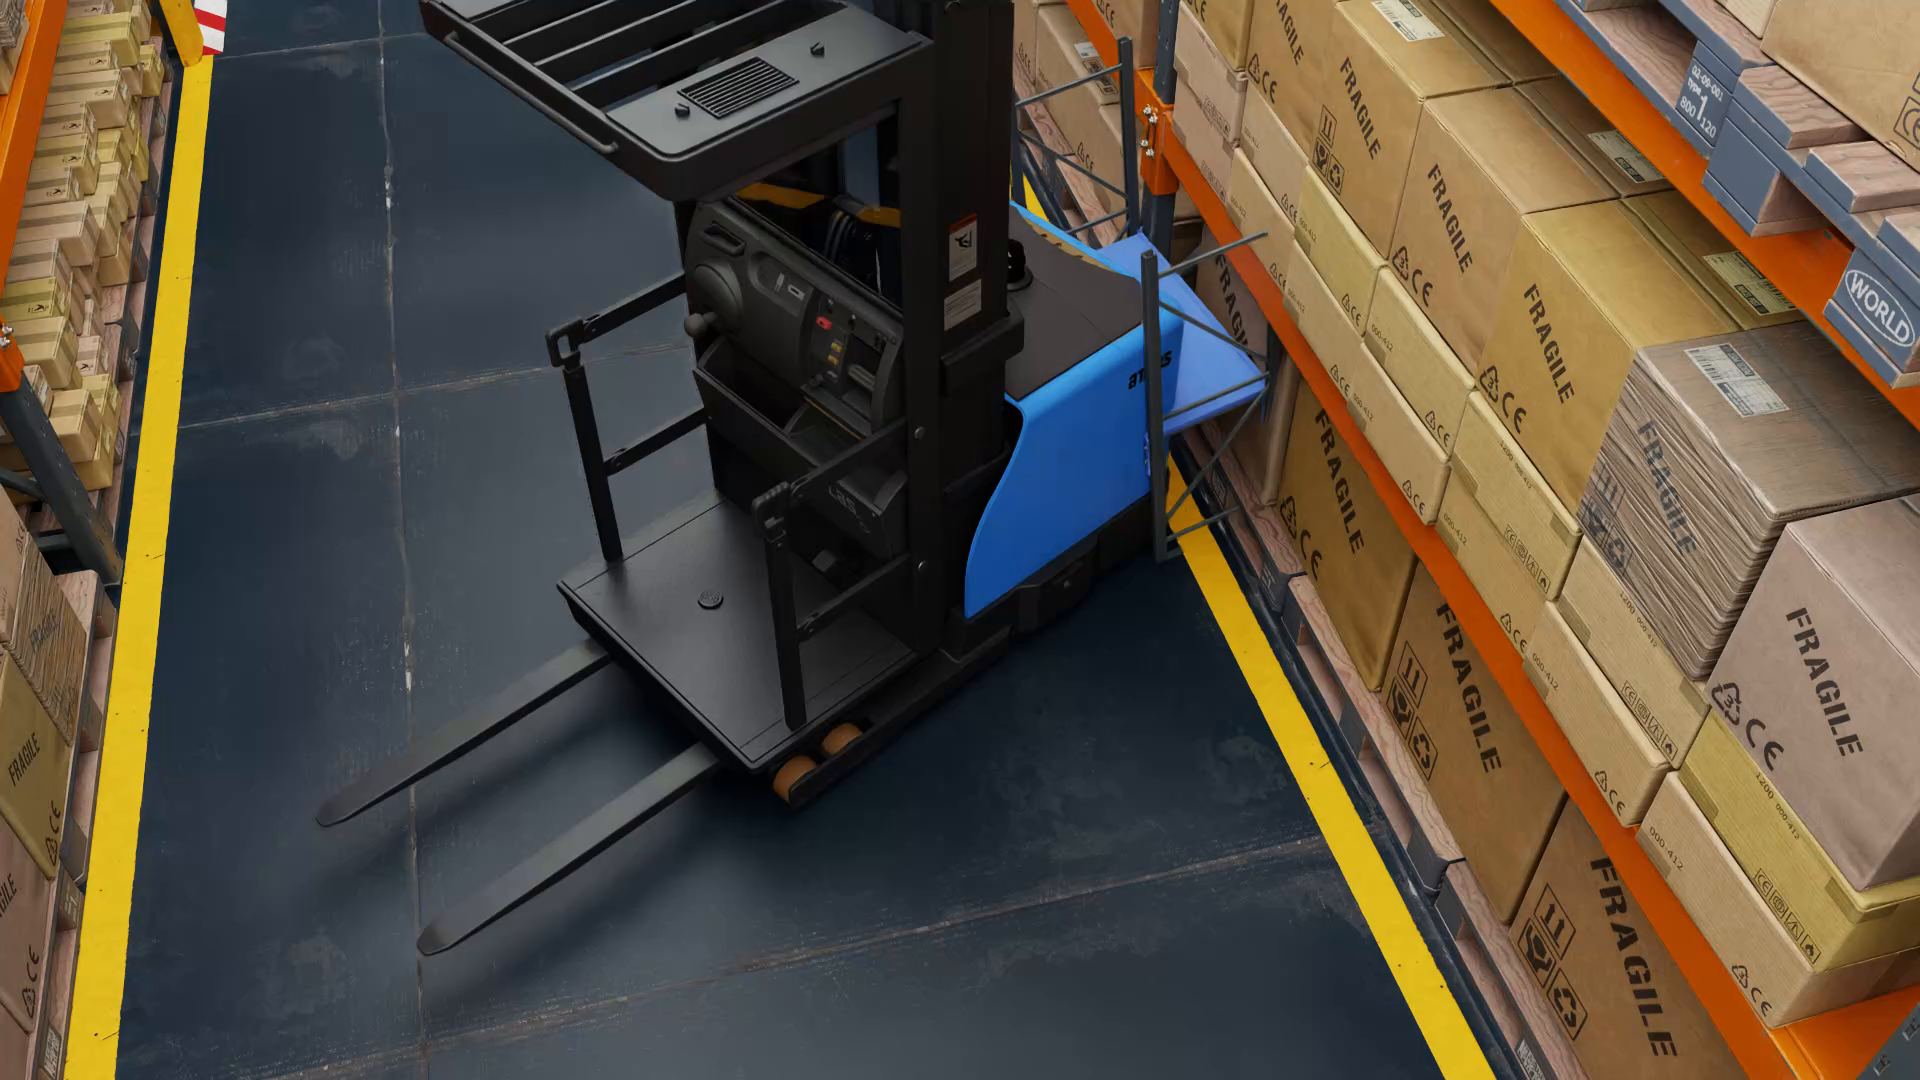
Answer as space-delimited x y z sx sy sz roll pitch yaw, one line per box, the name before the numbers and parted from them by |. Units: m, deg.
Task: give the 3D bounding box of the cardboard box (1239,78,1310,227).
cardboard box | 1.193 -1.218 5.099 0.500 0.250 0.500 -10 46 -10

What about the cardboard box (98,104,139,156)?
cardboard box | -3.901 -1.820 7.427 0.380 0.149 0.250 -10 46 -10

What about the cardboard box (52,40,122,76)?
cardboard box | -4.008 -2.101 7.494 0.380 0.149 0.250 -12 47 -12

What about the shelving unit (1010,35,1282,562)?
shelving unit | 0.657 -0.828 5.968 0.538 1.500 1.048 -23 51 -10

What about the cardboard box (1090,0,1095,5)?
cardboard box | 0.689 -2.469 6.499 0.500 0.500 0.500 -12 47 -11

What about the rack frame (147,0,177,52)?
rack frame | -4.591 -3.593 7.671 1.000 3.000 0.127 -11 47 -10

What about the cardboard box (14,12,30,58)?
cardboard box | -3.708 -1.899 6.187 0.380 0.149 0.250 -9 46 -9

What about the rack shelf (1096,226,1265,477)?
rack shelf | 0.678 -0.715 6.106 0.538 0.185 1.000 -23 51 -10

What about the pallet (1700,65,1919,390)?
pallet | 2.000 -0.463 2.636 1.213 0.211 1.003 -9 46 -8

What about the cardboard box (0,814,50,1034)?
cardboard box | -2.876 1.071 4.556 0.500 0.500 0.500 -12 47 -11

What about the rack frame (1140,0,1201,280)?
rack frame | 1.192 -1.806 5.920 1.000 3.000 0.127 -11 47 -10

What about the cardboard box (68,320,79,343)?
cardboard box | -3.600 -0.713 6.342 0.380 0.149 0.250 -11 47 -11

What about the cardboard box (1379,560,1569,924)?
cardboard box | 1.895 0.444 4.909 0.875 0.875 0.875 -10 46 -10

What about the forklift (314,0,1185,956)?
forklift | -0.655 -0.588 4.774 3.031 2.935 1.130 -34 54 -29

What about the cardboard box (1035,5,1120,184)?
cardboard box | 0.905 -2.127 7.734 0.875 0.438 0.875 -12 47 -11

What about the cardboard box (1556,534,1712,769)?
cardboard box | 1.711 0.192 3.717 0.500 0.250 0.500 -12 47 -11

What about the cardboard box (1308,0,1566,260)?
cardboard box | 1.310 -1.142 4.499 0.500 0.500 0.500 -12 47 -11

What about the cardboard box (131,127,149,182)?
cardboard box | -3.905 -1.727 7.544 0.380 0.149 0.250 -13 47 -12

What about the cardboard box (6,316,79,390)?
cardboard box | -3.468 -0.665 6.087 0.380 0.149 0.250 -9 46 -8

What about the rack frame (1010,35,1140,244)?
rack frame | 0.449 -1.171 6.279 0.500 1.500 0.032 -23 51 -10

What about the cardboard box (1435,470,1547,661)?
cardboard box | 1.576 0.006 4.249 0.500 0.250 0.500 -11 47 -11

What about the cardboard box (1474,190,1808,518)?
cardboard box | 1.571 -0.435 3.806 0.500 0.500 0.500 -11 47 -10

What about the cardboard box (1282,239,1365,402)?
cardboard box | 1.299 -0.688 4.929 0.500 0.250 0.500 -11 47 -11

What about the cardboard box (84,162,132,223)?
cardboard box | -3.756 -1.455 7.069 0.380 0.149 0.250 -10 46 -10

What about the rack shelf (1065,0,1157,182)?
rack shelf | 0.680 -2.935 7.530 1.077 0.370 4.000 -11 47 -10

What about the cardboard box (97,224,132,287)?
cardboard box | -3.721 -1.179 7.007 0.380 0.149 0.250 -12 47 -11

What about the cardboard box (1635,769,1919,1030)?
cardboard box | 1.835 0.706 3.562 0.500 0.250 0.500 -12 47 -12

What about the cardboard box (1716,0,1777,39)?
cardboard box | 1.525 -1.081 2.909 0.396 0.266 0.258 -12 47 -11

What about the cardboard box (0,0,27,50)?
cardboard box | -3.678 -2.053 5.883 0.500 0.500 0.500 -12 47 -11

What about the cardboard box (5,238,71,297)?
cardboard box | -3.670 -1.007 6.422 0.380 0.149 0.250 -12 47 -11

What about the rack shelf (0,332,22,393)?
rack shelf | -3.055 0.801 3.868 1.077 0.370 4.000 -11 47 -10

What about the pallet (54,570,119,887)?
pallet | -3.367 0.682 5.434 1.003 0.211 1.213 -11 47 -10

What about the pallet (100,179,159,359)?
pallet | -4.089 -1.156 7.235 1.003 0.211 1.213 -11 47 -10

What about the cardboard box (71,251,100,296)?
cardboard box | -3.714 -1.094 6.716 0.380 0.149 0.250 -9 46 -8

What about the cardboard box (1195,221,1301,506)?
cardboard box | 1.428 -0.796 6.123 0.875 0.875 0.875 -9 46 -9

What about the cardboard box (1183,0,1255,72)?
cardboard box | 1.027 -1.835 5.178 0.500 0.500 0.500 -10 46 -10

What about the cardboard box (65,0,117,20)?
cardboard box | -4.202 -2.447 7.833 0.380 0.149 0.250 -10 46 -10

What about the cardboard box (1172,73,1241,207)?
cardboard box | 1.049 -1.401 5.628 0.500 0.250 0.500 -12 47 -11

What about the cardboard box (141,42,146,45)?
cardboard box | -4.255 -2.417 8.220 0.380 0.149 0.250 -10 46 -10

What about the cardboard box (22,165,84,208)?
cardboard box | -3.805 -1.370 6.778 0.380 0.149 0.250 -12 47 -12

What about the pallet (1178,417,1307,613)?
pallet | 1.462 -0.311 6.407 1.003 0.211 1.213 -11 47 -10

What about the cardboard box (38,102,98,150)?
cardboard box | -3.925 -1.724 7.124 0.380 0.149 0.250 -12 47 -12

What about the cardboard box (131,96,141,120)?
cardboard box | -4.107 -2.060 7.870 0.380 0.149 0.250 -11 47 -11

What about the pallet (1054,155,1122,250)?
pallet | 1.073 -1.369 7.444 1.003 0.211 1.213 -11 47 -10

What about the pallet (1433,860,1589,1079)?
pallet | 2.087 1.374 4.756 1.003 0.211 1.213 -11 47 -10

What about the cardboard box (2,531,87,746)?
cardboard box | -3.134 0.362 5.252 0.500 0.500 0.500 -12 47 -11

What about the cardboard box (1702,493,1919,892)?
cardboard box | 1.831 0.261 3.123 0.500 0.500 0.500 -12 47 -11

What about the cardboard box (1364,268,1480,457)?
cardboard box | 1.427 -0.516 4.411 0.500 0.250 0.500 -12 47 -12

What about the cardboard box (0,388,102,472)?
cardboard box | -3.351 -0.393 6.029 0.380 0.149 0.250 -9 46 -8

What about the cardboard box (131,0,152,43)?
cardboard box | -4.180 -2.534 8.127 0.380 0.149 0.250 -12 47 -11

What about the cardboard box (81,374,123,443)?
cardboard box | -3.418 -0.474 6.317 0.380 0.149 0.250 -9 46 -9

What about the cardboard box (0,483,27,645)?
cardboard box | -3.132 0.102 4.981 0.500 0.250 0.500 -12 47 -11

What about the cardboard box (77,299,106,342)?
cardboard box | -3.645 -0.802 6.638 0.380 0.149 0.250 -12 47 -11
